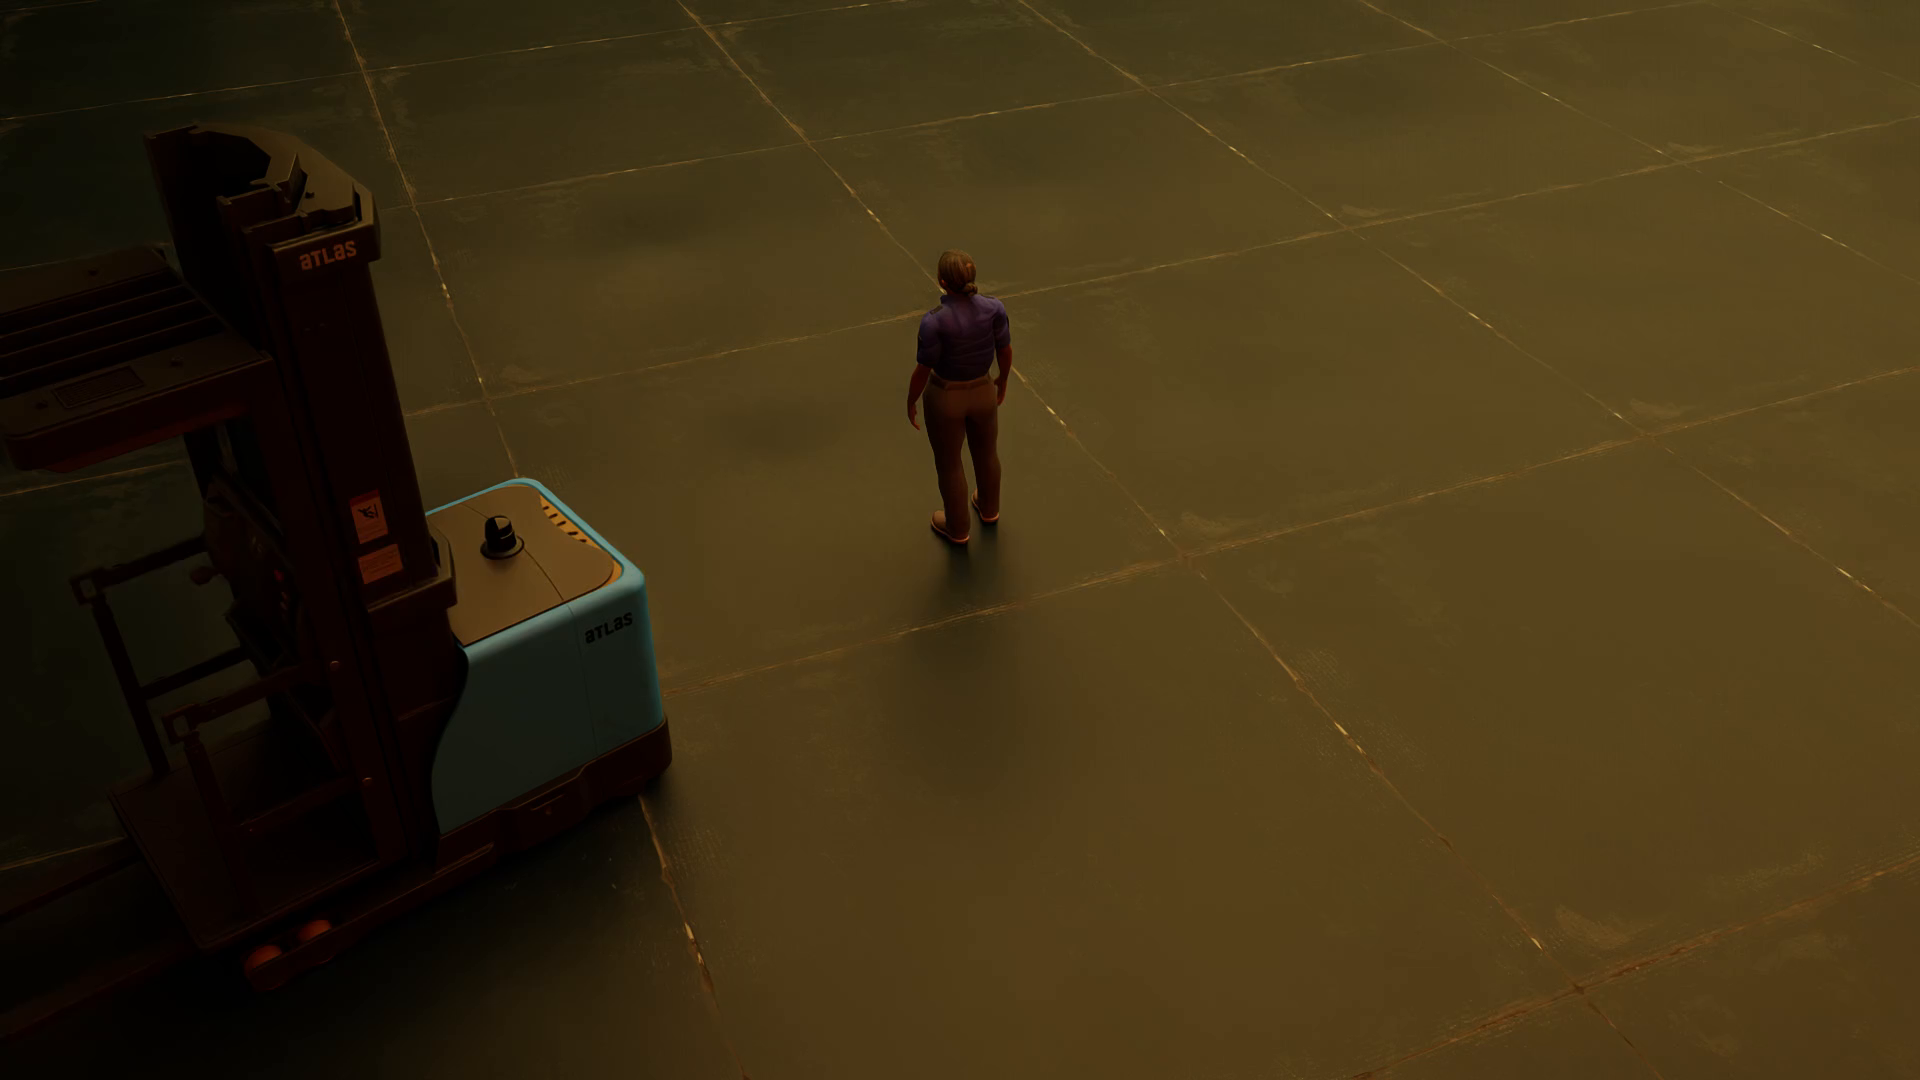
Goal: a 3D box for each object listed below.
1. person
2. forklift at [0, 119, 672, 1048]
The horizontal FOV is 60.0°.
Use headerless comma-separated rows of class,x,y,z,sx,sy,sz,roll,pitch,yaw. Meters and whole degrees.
person,-0.016,-0.732,8.216,0.569,1.656,0.503,-14,38,-19
forklift,-2.696,0.149,5.889,3.031,2.935,1.130,-26,43,-31
